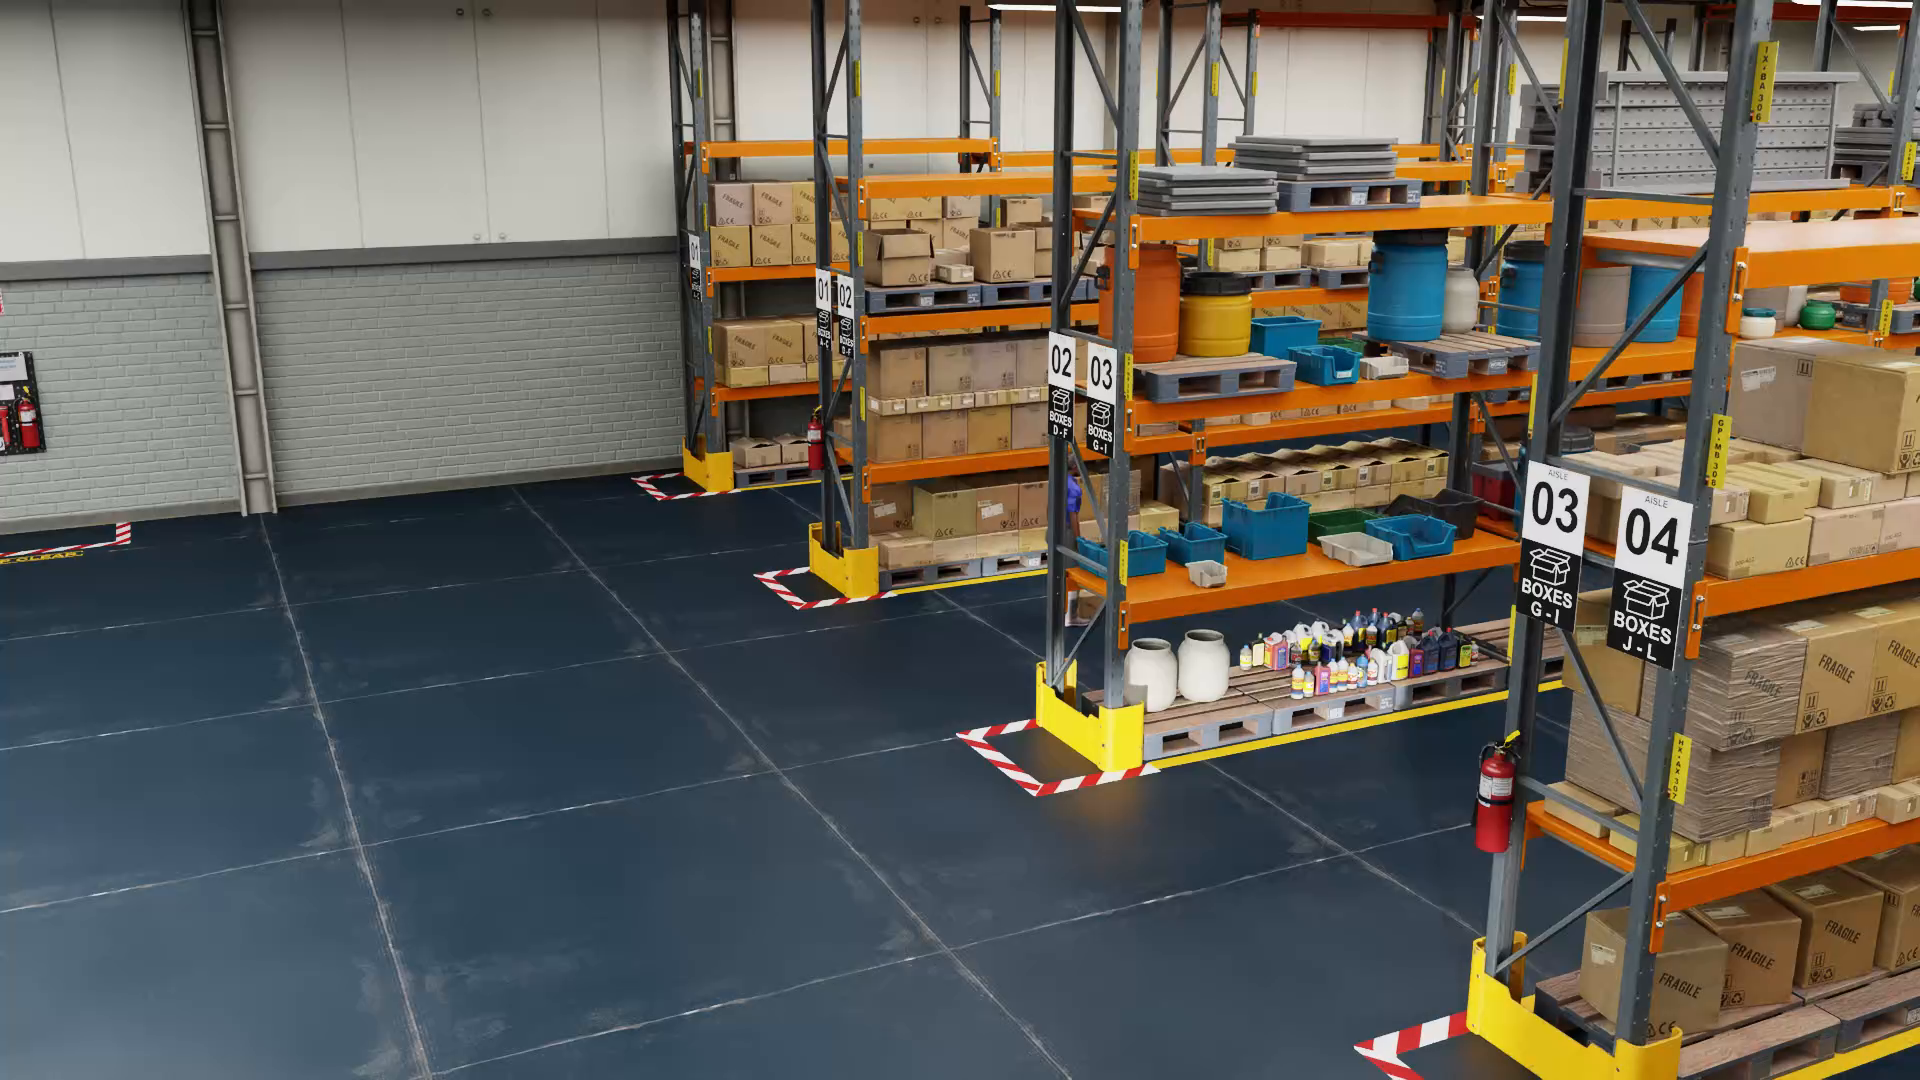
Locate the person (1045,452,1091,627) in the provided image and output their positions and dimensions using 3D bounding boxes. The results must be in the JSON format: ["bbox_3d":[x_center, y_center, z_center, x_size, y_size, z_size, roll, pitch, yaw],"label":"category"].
[{"bbox_3d":[1.013,-0.019,15.845,0.350,1.653,0.527,-9,17,-28],"label":"person"}]
